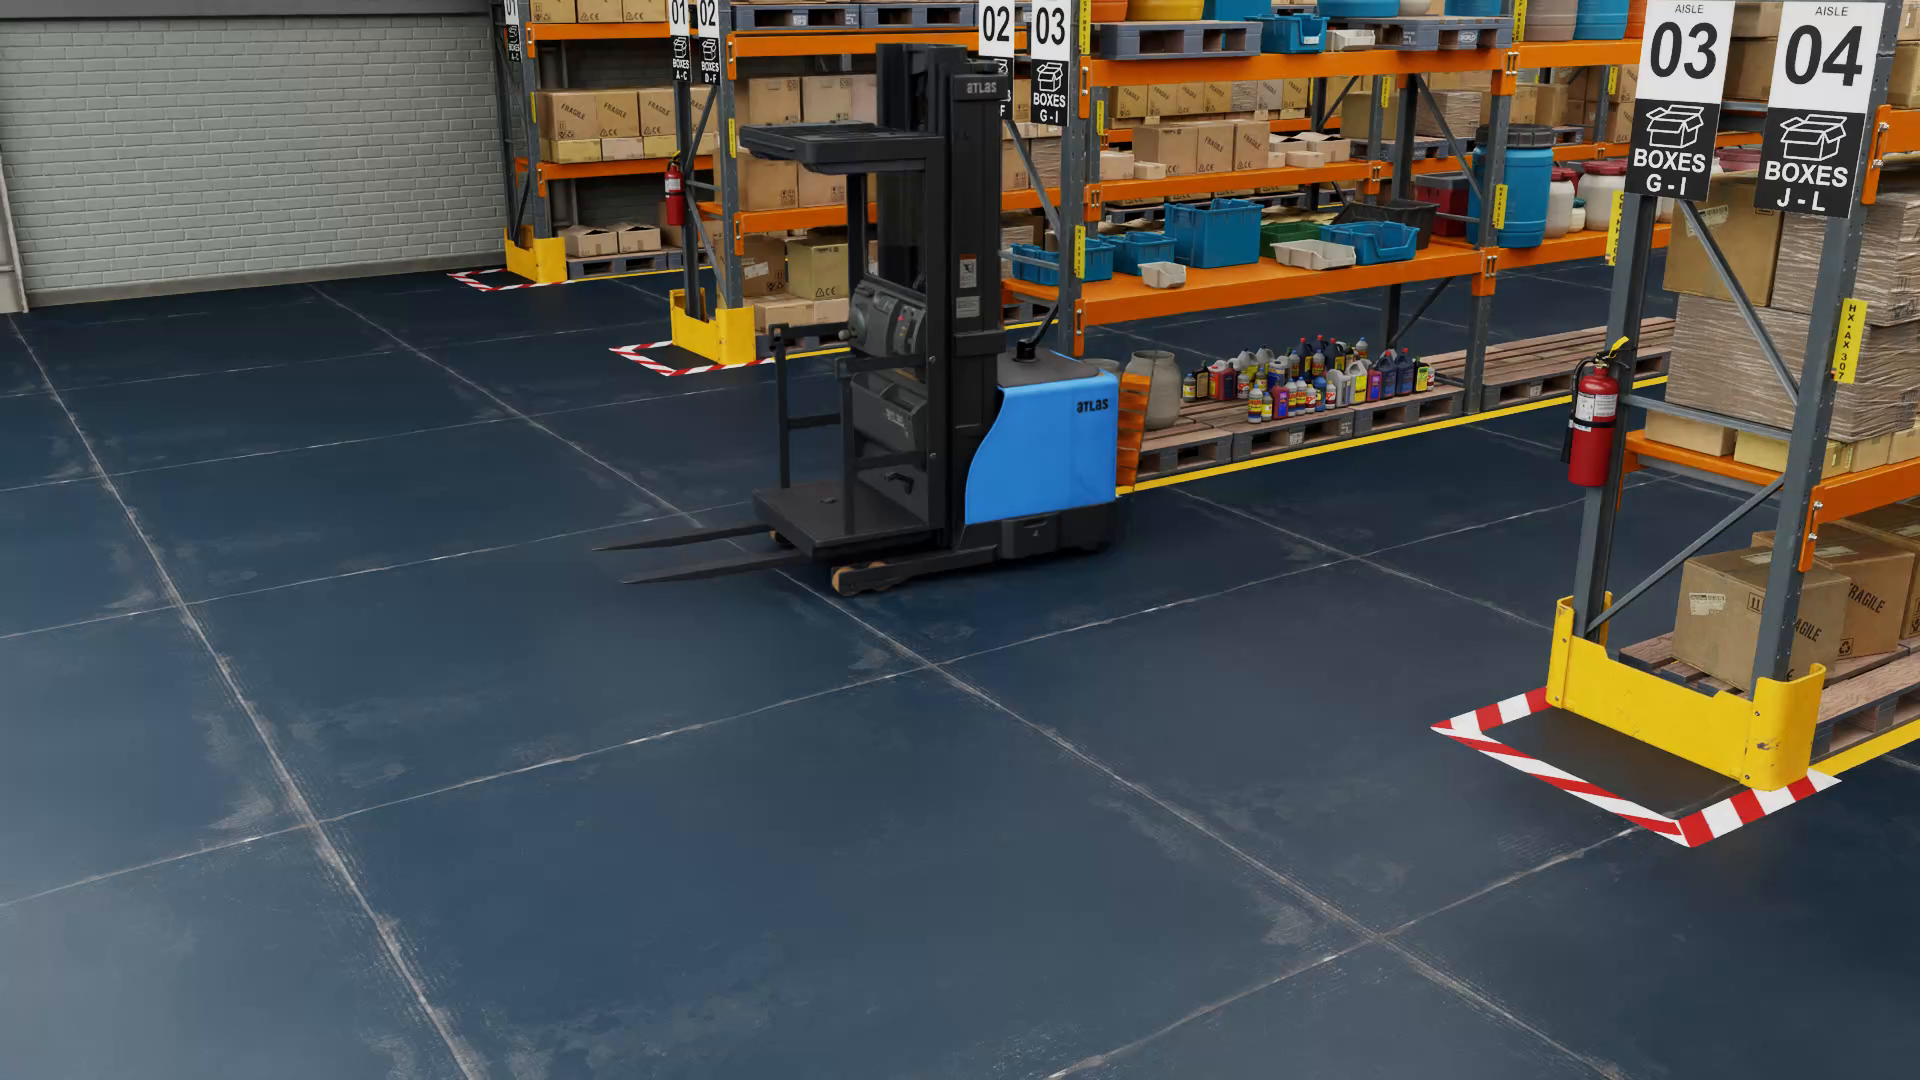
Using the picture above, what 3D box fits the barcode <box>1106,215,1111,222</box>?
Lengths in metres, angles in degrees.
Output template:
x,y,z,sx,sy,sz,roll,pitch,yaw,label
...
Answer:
x,y,z,sx,sy,sz,roll,pitch,yaw,label
1.520,-3.283,16.990,0.075,0.075,0.001,-12,22,-31,barcode

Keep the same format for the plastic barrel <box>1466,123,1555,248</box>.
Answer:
x,y,z,sx,sy,sz,roll,pitch,yaw,label
4.288,-2.770,12.971,0.708,0.901,0.600,-12,22,-31,plastic barrel

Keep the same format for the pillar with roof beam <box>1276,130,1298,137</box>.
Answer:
x,y,z,sx,sy,sz,roll,pitch,yaw,label
7.508,-8.649,21.778,0.400,9.000,9.100,-12,22,-31,pillar with roof beam

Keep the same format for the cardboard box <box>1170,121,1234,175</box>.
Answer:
x,y,z,sx,sy,sz,roll,pitch,yaw,label
2.587,-4.230,17.917,0.500,0.500,0.500,-12,22,-31,cardboard box

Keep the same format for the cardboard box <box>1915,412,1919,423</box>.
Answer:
x,y,z,sx,sy,sz,roll,pitch,yaw,label
4.185,-0.512,7.467,0.250,0.149,0.380,-12,22,-31,cardboard box

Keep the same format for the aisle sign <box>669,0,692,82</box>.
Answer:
x,y,z,sx,sy,sz,roll,pitch,yaw,label
-2.479,-4.465,14.708,0.004,0.787,0.394,-12,22,-31,aisle sign

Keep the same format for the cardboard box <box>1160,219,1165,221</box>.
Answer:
x,y,z,sx,sy,sz,roll,pitch,yaw,label
2.529,-3.449,18.525,0.500,0.311,0.500,-12,22,-32,cardboard box

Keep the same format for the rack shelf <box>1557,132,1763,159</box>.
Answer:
x,y,z,sx,sy,sz,roll,pitch,yaw,label
9.430,-5.291,22.336,4.000,0.370,1.077,-12,22,-31,rack shelf

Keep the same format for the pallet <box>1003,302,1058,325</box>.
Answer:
x,y,z,sx,sy,sz,roll,pitch,yaw,label
0.391,-2.421,17.076,1.213,0.211,1.003,-12,22,-31,pallet

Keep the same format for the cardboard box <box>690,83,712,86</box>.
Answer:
x,y,z,sx,sy,sz,roll,pitch,yaw,label
-3.010,-5.285,20.227,0.500,0.500,0.500,-11,22,-30,cardboard box

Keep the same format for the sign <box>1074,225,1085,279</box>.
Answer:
x,y,z,sx,sy,sz,roll,pitch,yaw,label
0.757,-1.824,10.523,0.005,0.325,0.100,-12,22,-31,sign

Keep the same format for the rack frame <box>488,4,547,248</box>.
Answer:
x,y,z,sx,sy,sz,roll,pitch,yaw,label
-4.990,-4.490,18.844,0.127,3.000,1.000,-12,22,-31,rack frame

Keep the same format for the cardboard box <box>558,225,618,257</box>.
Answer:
x,y,z,sx,sy,sz,roll,pitch,yaw,label
-4.363,-3.523,19.493,0.500,0.311,0.500,-15,24,-37,cardboard box

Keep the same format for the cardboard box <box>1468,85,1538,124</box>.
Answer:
x,y,z,sx,sy,sz,roll,pitch,yaw,label
6.701,-5.364,20.617,0.500,0.500,0.700,-8,20,-23,cardboard box

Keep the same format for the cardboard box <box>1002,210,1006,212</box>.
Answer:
x,y,z,sx,sy,sz,roll,pitch,yaw,label
0.225,-4.628,22.468,0.500,0.500,0.700,-12,22,-32,cardboard box

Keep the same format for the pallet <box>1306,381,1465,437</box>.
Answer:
x,y,z,sx,sy,sz,roll,pitch,yaw,label
3.215,-1.117,13.219,1.213,0.211,1.003,-12,22,-31,pallet

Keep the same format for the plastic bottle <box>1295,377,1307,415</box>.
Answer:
x,y,z,sx,sy,sz,roll,pitch,yaw,label
2.514,-1.070,12.301,0.097,0.271,0.097,0,19,0,plastic bottle

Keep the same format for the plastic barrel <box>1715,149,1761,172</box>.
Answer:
x,y,z,sx,sy,sz,roll,pitch,yaw,label
6.919,-3.151,14.670,0.708,0.536,0.600,-12,22,-31,plastic barrel

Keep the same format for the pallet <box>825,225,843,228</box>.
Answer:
x,y,z,sx,sy,sz,roll,pitch,yaw,label
-1.000,-4.012,21.781,1.213,0.211,1.003,-12,22,-31,pallet

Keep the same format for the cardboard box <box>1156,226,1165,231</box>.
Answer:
x,y,z,sx,sy,sz,roll,pitch,yaw,label
2.413,-3.217,17.839,0.500,0.311,0.500,-13,22,-33,cardboard box

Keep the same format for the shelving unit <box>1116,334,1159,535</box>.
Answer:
x,y,z,sx,sy,sz,roll,pitch,yaw,label
1.033,-0.644,10.250,0.189,1.200,0.258,9,19,5,shelving unit

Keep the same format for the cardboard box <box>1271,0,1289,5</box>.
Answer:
x,y,z,sx,sy,sz,roll,pitch,yaw,label
3.159,-5.834,17.713,0.500,0.250,0.500,-12,22,-32,cardboard box

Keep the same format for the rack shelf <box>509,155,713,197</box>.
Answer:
x,y,z,sx,sy,sz,roll,pitch,yaw,label
-3.320,-4.502,20.001,4.000,0.370,1.077,-12,22,-31,rack shelf

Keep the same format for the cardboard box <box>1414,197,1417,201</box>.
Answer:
x,y,z,sx,sy,sz,roll,pitch,yaw,label
5.503,-3.918,20.367,0.500,0.500,0.500,-13,23,-33,cardboard box

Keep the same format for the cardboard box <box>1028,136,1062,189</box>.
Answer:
x,y,z,sx,sy,sz,roll,pitch,yaw,label
0.711,-3.838,16.758,0.500,0.500,0.700,-13,22,-33,cardboard box

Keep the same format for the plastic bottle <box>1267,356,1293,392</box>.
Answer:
x,y,z,sx,sy,sz,roll,pitch,yaw,label
2.486,-1.289,12.939,0.135,0.276,0.152,-12,22,-31,plastic bottle

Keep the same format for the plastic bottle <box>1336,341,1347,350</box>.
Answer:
x,y,z,sx,sy,sz,roll,pitch,yaw,label
3.037,-1.460,13.446,0.135,0.276,0.152,-11,22,-29,plastic bottle

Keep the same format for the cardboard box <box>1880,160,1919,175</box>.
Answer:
x,y,z,sx,sy,sz,roll,pitch,yaw,label
4.339,-1.518,7.868,0.500,0.500,0.500,-12,22,-31,cardboard box

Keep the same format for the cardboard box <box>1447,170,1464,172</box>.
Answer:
x,y,z,sx,sy,sz,roll,pitch,yaw,label
7.843,-6.173,27.069,0.500,0.500,0.700,-12,22,-31,cardboard box

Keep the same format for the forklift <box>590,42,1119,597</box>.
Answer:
x,y,z,sx,sy,sz,roll,pitch,yaw,label
-0.602,-1.263,9.403,3.031,2.935,1.130,-9,21,-25,forklift

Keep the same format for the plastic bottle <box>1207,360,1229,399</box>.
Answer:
x,y,z,sx,sy,sz,roll,pitch,yaw,label
1.977,-1.236,12.784,0.135,0.276,0.152,-12,22,-31,plastic bottle

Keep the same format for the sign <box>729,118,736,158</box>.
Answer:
x,y,z,sx,sy,sz,roll,pitch,yaw,label
-1.963,-3.464,14.333,0.005,0.325,0.100,-12,22,-31,sign

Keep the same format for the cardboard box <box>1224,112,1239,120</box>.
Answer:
x,y,z,sx,sy,sz,roll,pitch,yaw,label
3.820,-6.147,24.105,0.250,0.149,0.380,-13,22,-33,cardboard box

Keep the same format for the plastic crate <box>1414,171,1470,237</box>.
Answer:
x,y,z,sx,sy,sz,roll,pitch,yaw,label
4.035,-2.743,13.573,0.583,0.464,0.402,-12,22,-31,plastic crate

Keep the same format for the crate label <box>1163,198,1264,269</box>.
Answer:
x,y,z,sx,sy,sz,roll,pitch,yaw,label
1.847,-2.254,12.173,0.616,0.435,0.502,-12,22,-31,crate label

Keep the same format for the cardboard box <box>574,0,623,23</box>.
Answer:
x,y,z,sx,sy,sz,roll,pitch,yaw,label
-4.105,-6.045,18.572,0.500,0.500,0.500,-10,21,-28,cardboard box

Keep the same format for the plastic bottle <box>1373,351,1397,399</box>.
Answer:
x,y,z,sx,sy,sz,roll,pitch,yaw,label
3.259,-1.274,12.780,0.185,0.351,0.144,-13,23,-34,plastic bottle

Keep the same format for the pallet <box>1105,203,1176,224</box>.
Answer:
x,y,z,sx,sy,sz,roll,pitch,yaw,label
2.391,-4.697,23.809,1.213,0.211,1.003,-12,22,-31,pallet

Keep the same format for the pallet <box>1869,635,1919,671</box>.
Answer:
x,y,z,sx,sy,sz,roll,pitch,yaw,label
4.962,0.445,8.600,1.213,0.211,1.003,-12,22,-31,pallet

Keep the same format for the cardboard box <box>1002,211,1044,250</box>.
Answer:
x,y,z,sx,sy,sz,roll,pitch,yaw,label
0.518,-3.124,17.269,0.500,0.500,0.500,-12,22,-31,cardboard box

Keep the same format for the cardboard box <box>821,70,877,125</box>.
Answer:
x,y,z,sx,sy,sz,roll,pitch,yaw,label
-0.965,-4.099,15.505,0.500,0.500,0.700,-12,22,-31,cardboard box

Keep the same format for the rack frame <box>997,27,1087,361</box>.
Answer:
x,y,z,sx,sy,sz,roll,pitch,yaw,label
0.458,-1.841,11.005,0.127,3.000,1.000,-12,22,-31,rack frame

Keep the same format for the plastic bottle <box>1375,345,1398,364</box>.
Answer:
x,y,z,sx,sy,sz,roll,pitch,yaw,label
3.340,-1.347,12.994,0.185,0.351,0.144,-12,22,-31,plastic bottle

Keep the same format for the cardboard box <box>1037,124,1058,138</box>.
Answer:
x,y,z,sx,sy,sz,roll,pitch,yaw,label
0.761,-4.077,16.452,0.250,0.149,0.380,-12,22,-33,cardboard box

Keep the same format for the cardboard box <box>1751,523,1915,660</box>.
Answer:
x,y,z,sx,sy,sz,roll,pitch,yaw,label
4.193,0.250,8.070,0.500,0.500,0.500,-6,20,-17,cardboard box

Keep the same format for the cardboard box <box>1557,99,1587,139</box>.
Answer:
x,y,z,sx,sy,sz,roll,pitch,yaw,label
8.036,-5.484,21.626,0.500,0.500,0.500,-11,22,-31,cardboard box

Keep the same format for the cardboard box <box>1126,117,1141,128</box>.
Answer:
x,y,z,sx,sy,sz,roll,pitch,yaw,label
2.309,-5.828,23.161,0.250,0.149,0.380,-12,22,-31,cardboard box

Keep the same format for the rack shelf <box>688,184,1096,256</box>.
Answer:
x,y,z,sx,sy,sz,roll,pitch,yaw,label
-0.592,-3.178,16.083,4.000,0.370,1.077,-12,22,-31,rack shelf

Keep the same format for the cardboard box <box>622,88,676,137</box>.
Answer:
x,y,z,sx,sy,sz,roll,pitch,yaw,label
-3.573,-4.962,19.269,0.500,0.500,0.500,-13,22,-33,cardboard box

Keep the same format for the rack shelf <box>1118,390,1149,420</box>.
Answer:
x,y,z,sx,sy,sz,roll,pitch,yaw,label
1.056,-0.827,10.186,0.180,0.103,0.258,9,19,5,rack shelf

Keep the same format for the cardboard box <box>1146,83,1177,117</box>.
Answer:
x,y,z,sx,sy,sz,roll,pitch,yaw,label
2.680,-6.204,23.261,0.500,0.500,0.500,-11,22,-30,cardboard box
